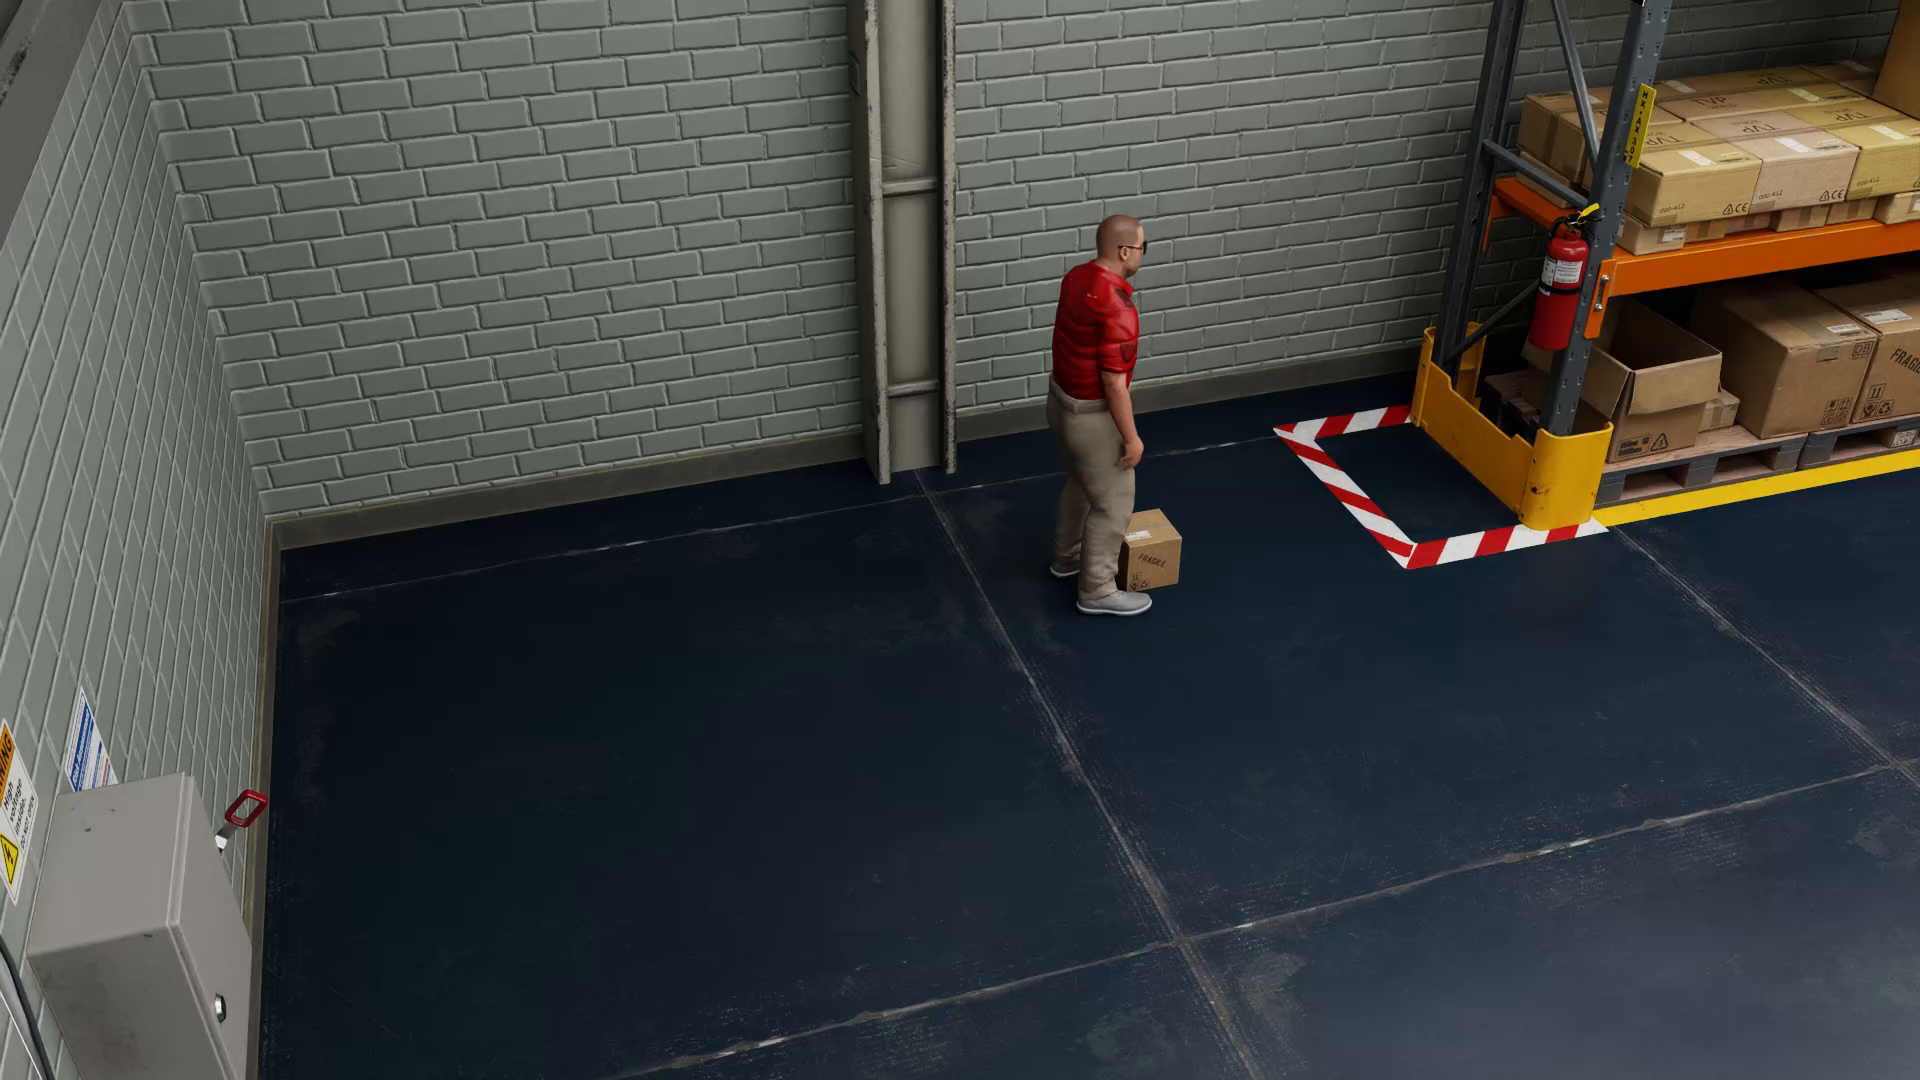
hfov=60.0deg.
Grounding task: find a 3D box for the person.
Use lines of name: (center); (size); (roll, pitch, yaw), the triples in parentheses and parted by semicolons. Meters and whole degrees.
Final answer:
person: (0.576, -0.525, 6.940); (0.379, 1.727, 0.597); (-11, 35, -16)
